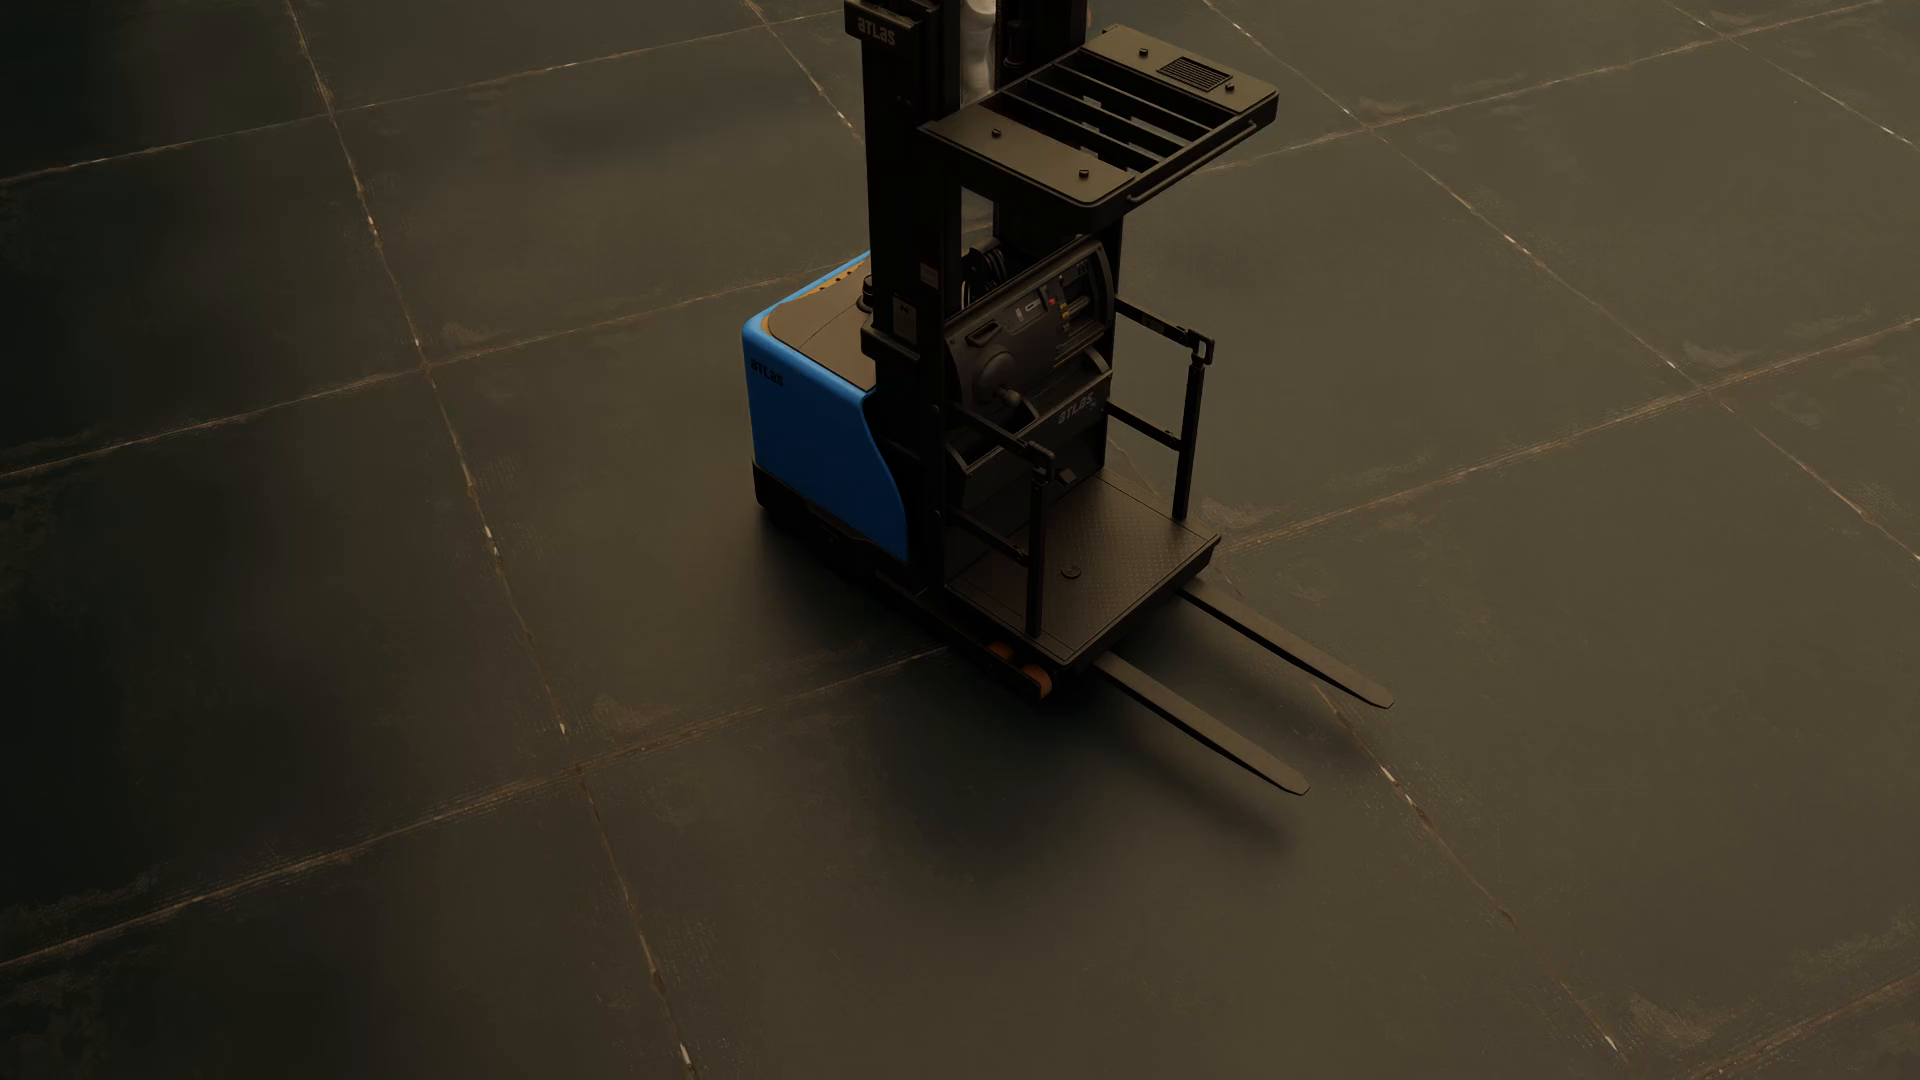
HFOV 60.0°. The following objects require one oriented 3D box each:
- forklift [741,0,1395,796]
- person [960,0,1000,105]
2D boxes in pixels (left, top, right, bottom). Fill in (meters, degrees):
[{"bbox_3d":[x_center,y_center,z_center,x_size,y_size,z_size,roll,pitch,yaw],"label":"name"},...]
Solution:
[{"bbox_3d":[0.445,-0.788,6.525,3.031,2.935,1.130,32,52,30],"label":"forklift"},{"bbox_3d":[0.129,-3.322,10.089,0.628,1.778,0.548,-25,49,-25],"label":"person"}]
